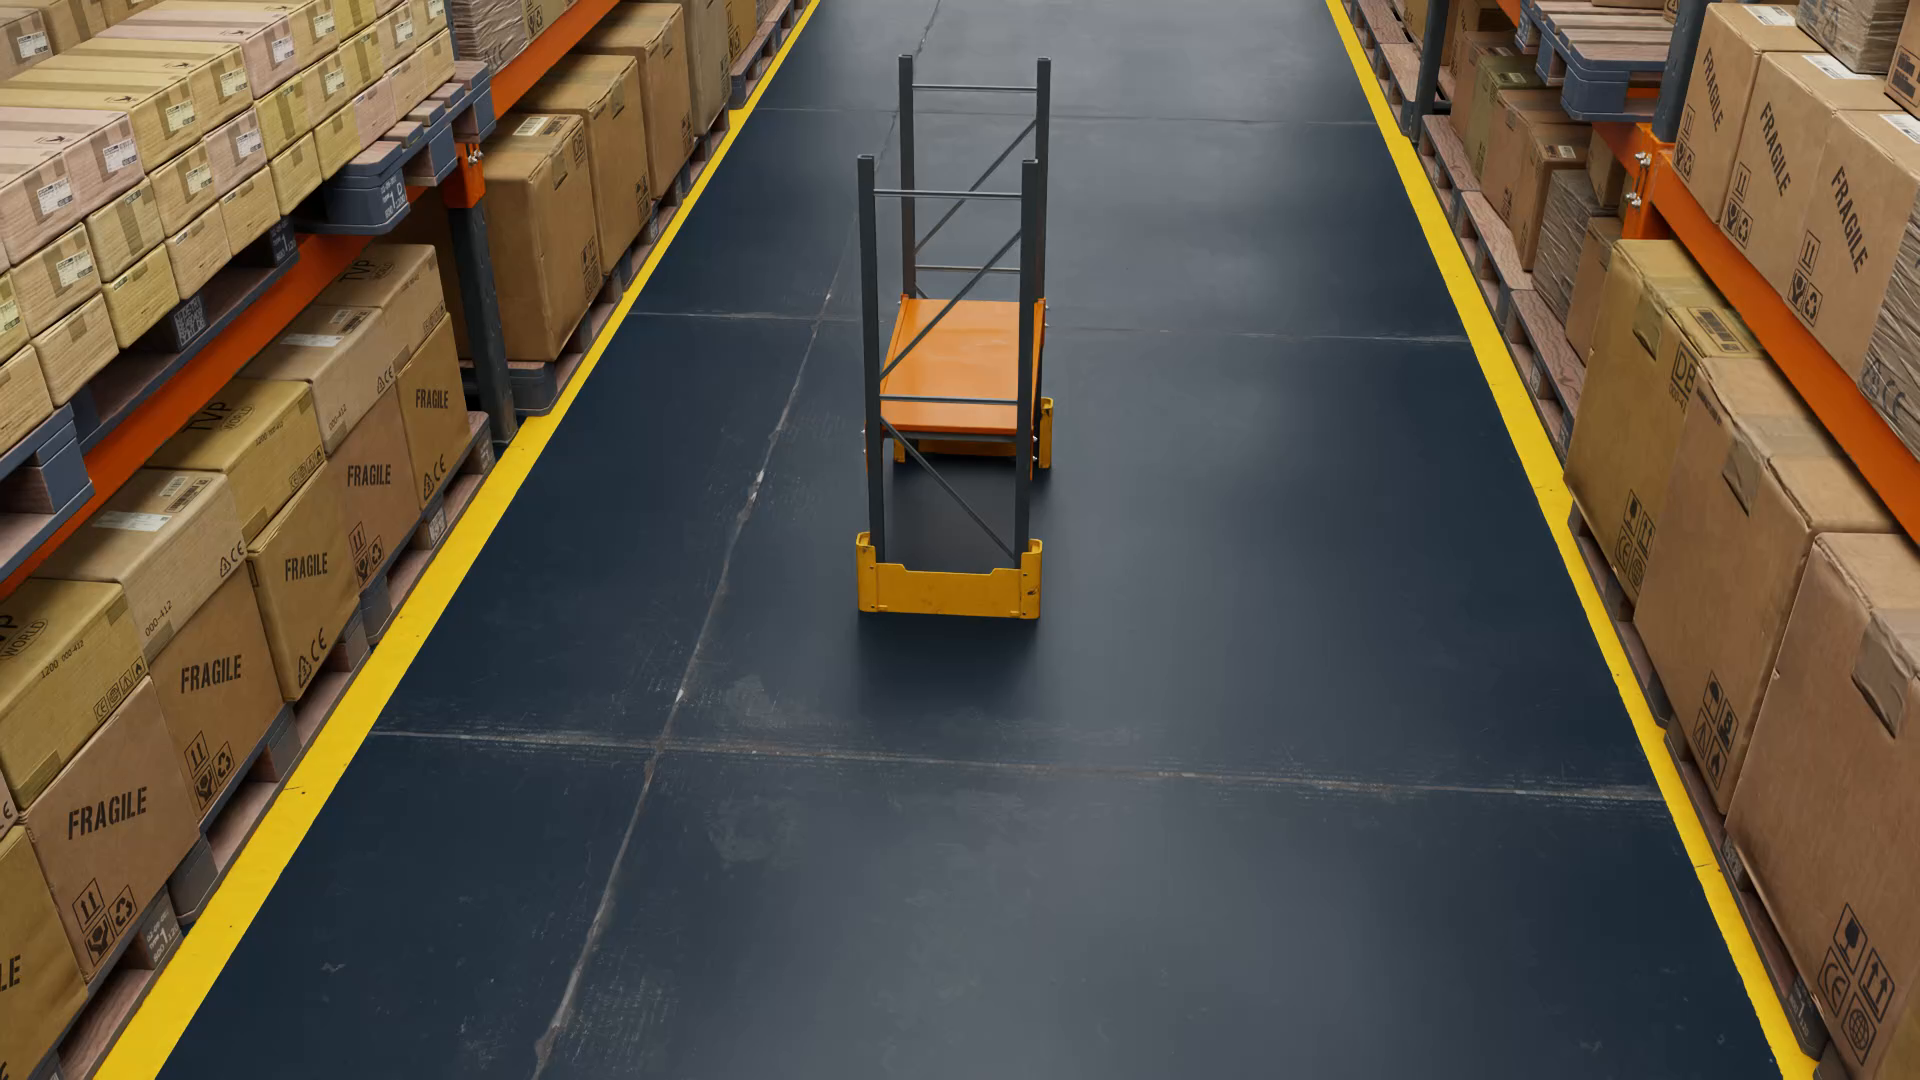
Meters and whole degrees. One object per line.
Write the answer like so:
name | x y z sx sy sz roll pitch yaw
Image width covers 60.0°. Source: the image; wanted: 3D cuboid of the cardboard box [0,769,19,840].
cardboard box | -2.212 0.596 3.191 0.500 0.250 0.500 1 32 2

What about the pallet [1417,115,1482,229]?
pallet | 2.989 -1.919 8.663 1.003 0.211 1.213 2 32 4

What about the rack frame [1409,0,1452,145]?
rack frame | 3.051 -3.513 8.592 1.000 3.000 0.127 2 32 4

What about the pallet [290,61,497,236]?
pallet | -2.162 -1.227 5.065 1.213 0.211 1.003 2 32 4

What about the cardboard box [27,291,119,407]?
cardboard box | -1.962 -0.393 3.368 0.380 0.149 0.250 1 32 2

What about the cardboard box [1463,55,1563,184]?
cardboard box | 2.922 -2.068 8.209 0.700 0.500 0.500 2 32 4

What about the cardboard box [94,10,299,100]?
cardboard box | -1.881 -1.202 4.113 0.380 0.149 0.250 2 32 4

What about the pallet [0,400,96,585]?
pallet | -2.329 0.094 2.922 1.003 0.211 1.213 2 32 4

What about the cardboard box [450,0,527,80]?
cardboard box | -1.905 -1.952 5.963 0.500 0.500 0.500 3 32 5

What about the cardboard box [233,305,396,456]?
cardboard box | -2.035 -0.487 4.948 0.500 0.250 0.500 3 32 5

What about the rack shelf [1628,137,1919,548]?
rack shelf | 2.562 -0.070 3.689 1.077 0.370 4.000 2 32 4

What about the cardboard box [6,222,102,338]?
cardboard box | -1.965 -0.527 3.302 0.380 0.149 0.250 4 32 6

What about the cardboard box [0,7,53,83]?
cardboard box | -2.527 -1.229 4.158 0.380 0.149 0.250 4 32 6

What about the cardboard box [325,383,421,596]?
cardboard box | -2.049 -0.174 5.156 0.500 0.500 0.500 4 32 6

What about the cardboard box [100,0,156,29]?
cardboard box | -2.484 -1.509 4.612 0.380 0.149 0.250 2 32 4

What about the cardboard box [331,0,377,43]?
cardboard box | -1.837 -1.467 4.544 0.380 0.149 0.250 3 32 5

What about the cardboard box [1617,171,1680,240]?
cardboard box | 2.750 -1.216 6.112 0.500 0.250 0.500 4 32 6

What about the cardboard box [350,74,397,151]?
cardboard box | -1.835 -1.216 4.704 0.380 0.149 0.250 3 32 5

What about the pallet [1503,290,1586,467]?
pallet | 2.790 -0.643 6.592 1.003 0.211 1.213 2 32 4

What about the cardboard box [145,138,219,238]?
cardboard box | -1.920 -0.797 3.740 0.380 0.149 0.250 2 32 3

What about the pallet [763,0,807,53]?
pallet | -1.648 -3.625 11.431 1.003 0.211 1.213 2 32 4

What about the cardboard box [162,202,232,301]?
cardboard box | -1.921 -0.667 3.813 0.380 0.149 0.250 1 32 2

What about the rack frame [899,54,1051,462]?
rack frame | 0.048 -0.949 5.860 0.500 1.500 0.032 2 32 4

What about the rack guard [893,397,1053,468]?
rack guard | 0.047 -0.407 6.172 0.587 0.250 0.087 2 32 4

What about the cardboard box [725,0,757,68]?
cardboard box | -1.764 -3.378 9.997 0.875 0.875 0.875 3 32 5

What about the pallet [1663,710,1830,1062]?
pallet | 2.484 0.811 4.233 1.003 0.211 1.213 2 32 4

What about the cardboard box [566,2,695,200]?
cardboard box | -1.928 -2.166 8.150 1.050 0.750 0.750 2 32 4

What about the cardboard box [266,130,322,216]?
cardboard box | -1.879 -0.945 4.264 0.380 0.149 0.250 1 32 2

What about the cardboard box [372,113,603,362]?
cardboard box | -2.071 -1.222 6.618 1.050 0.750 0.750 2 32 3

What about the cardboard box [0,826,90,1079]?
cardboard box | -2.211 0.916 3.387 0.500 0.500 0.500 4 32 6

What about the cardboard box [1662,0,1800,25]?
cardboard box | 2.729 -1.927 5.522 0.500 0.500 0.500 -1 32 -2

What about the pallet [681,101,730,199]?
pallet | -1.872 -2.184 9.093 1.003 0.211 1.213 2 32 4

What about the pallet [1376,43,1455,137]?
pallet | 3.070 -2.679 9.896 1.003 0.211 1.213 2 32 4

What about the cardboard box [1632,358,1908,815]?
cardboard box | 2.568 0.130 4.305 1.225 0.875 0.875 3 32 4

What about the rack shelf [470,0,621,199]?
rack shelf | -2.047 -2.426 7.513 1.077 0.370 4.000 2 32 4

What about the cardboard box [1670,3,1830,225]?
cardboard box | 2.414 -1.222 4.778 0.500 0.500 0.500 3 32 5

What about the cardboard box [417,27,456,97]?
cardboard box | -1.792 -1.481 5.133 0.380 0.149 0.250 3 32 5

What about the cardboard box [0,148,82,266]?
cardboard box | -1.962 -0.650 3.218 0.380 0.149 0.250 2 32 4

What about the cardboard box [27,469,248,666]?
cardboard box | -2.125 0.051 4.075 0.500 0.250 0.500 4 32 6

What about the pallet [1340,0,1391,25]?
pallet | 3.269 -3.955 11.966 1.003 0.211 1.213 2 32 4

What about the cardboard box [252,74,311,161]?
cardboard box | -1.879 -1.069 4.181 0.380 0.149 0.250 2 32 4

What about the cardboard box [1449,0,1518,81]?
cardboard box | 3.123 -2.835 9.474 0.500 0.500 0.500 2 32 2

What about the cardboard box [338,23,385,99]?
cardboard box | -1.835 -1.330 4.604 0.380 0.149 0.250 3 32 5

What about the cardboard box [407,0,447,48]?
cardboard box | -1.797 -1.607 5.054 0.380 0.149 0.250 3 32 5

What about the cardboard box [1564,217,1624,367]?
cardboard box | 2.760 -0.896 6.308 0.700 0.500 0.500 1 32 1

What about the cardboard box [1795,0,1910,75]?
cardboard box | 2.649 -1.510 4.289 0.797 0.503 0.637 3 32 6

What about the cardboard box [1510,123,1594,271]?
cardboard box | 2.831 -1.483 7.261 0.700 0.500 0.500 5 32 8

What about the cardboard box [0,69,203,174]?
cardboard box | -1.923 -0.923 3.661 0.380 0.149 0.250 3 32 5

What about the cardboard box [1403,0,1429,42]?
cardboard box | 3.135 -3.463 10.493 0.500 0.500 0.500 0 32 0

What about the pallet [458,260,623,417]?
pallet | -2.071 -0.908 7.023 1.003 0.211 1.213 2 32 4

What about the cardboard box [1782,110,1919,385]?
cardboard box | 2.336 -0.684 3.905 0.500 0.500 0.500 2 32 3

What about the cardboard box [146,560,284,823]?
cardboard box | -2.141 0.364 4.282 0.500 0.500 0.500 3 32 5

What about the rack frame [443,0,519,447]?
rack frame | -2.210 -1.686 5.627 1.000 3.000 0.127 2 32 4

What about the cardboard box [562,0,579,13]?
cardboard box | -1.824 -2.482 6.823 0.500 0.500 0.500 2 32 4

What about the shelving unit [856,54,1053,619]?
shelving unit | 0.006 -0.678 5.421 0.587 1.500 1.083 2 32 4

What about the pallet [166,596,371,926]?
pallet | -2.377 0.546 4.663 1.003 0.211 1.213 2 32 4
